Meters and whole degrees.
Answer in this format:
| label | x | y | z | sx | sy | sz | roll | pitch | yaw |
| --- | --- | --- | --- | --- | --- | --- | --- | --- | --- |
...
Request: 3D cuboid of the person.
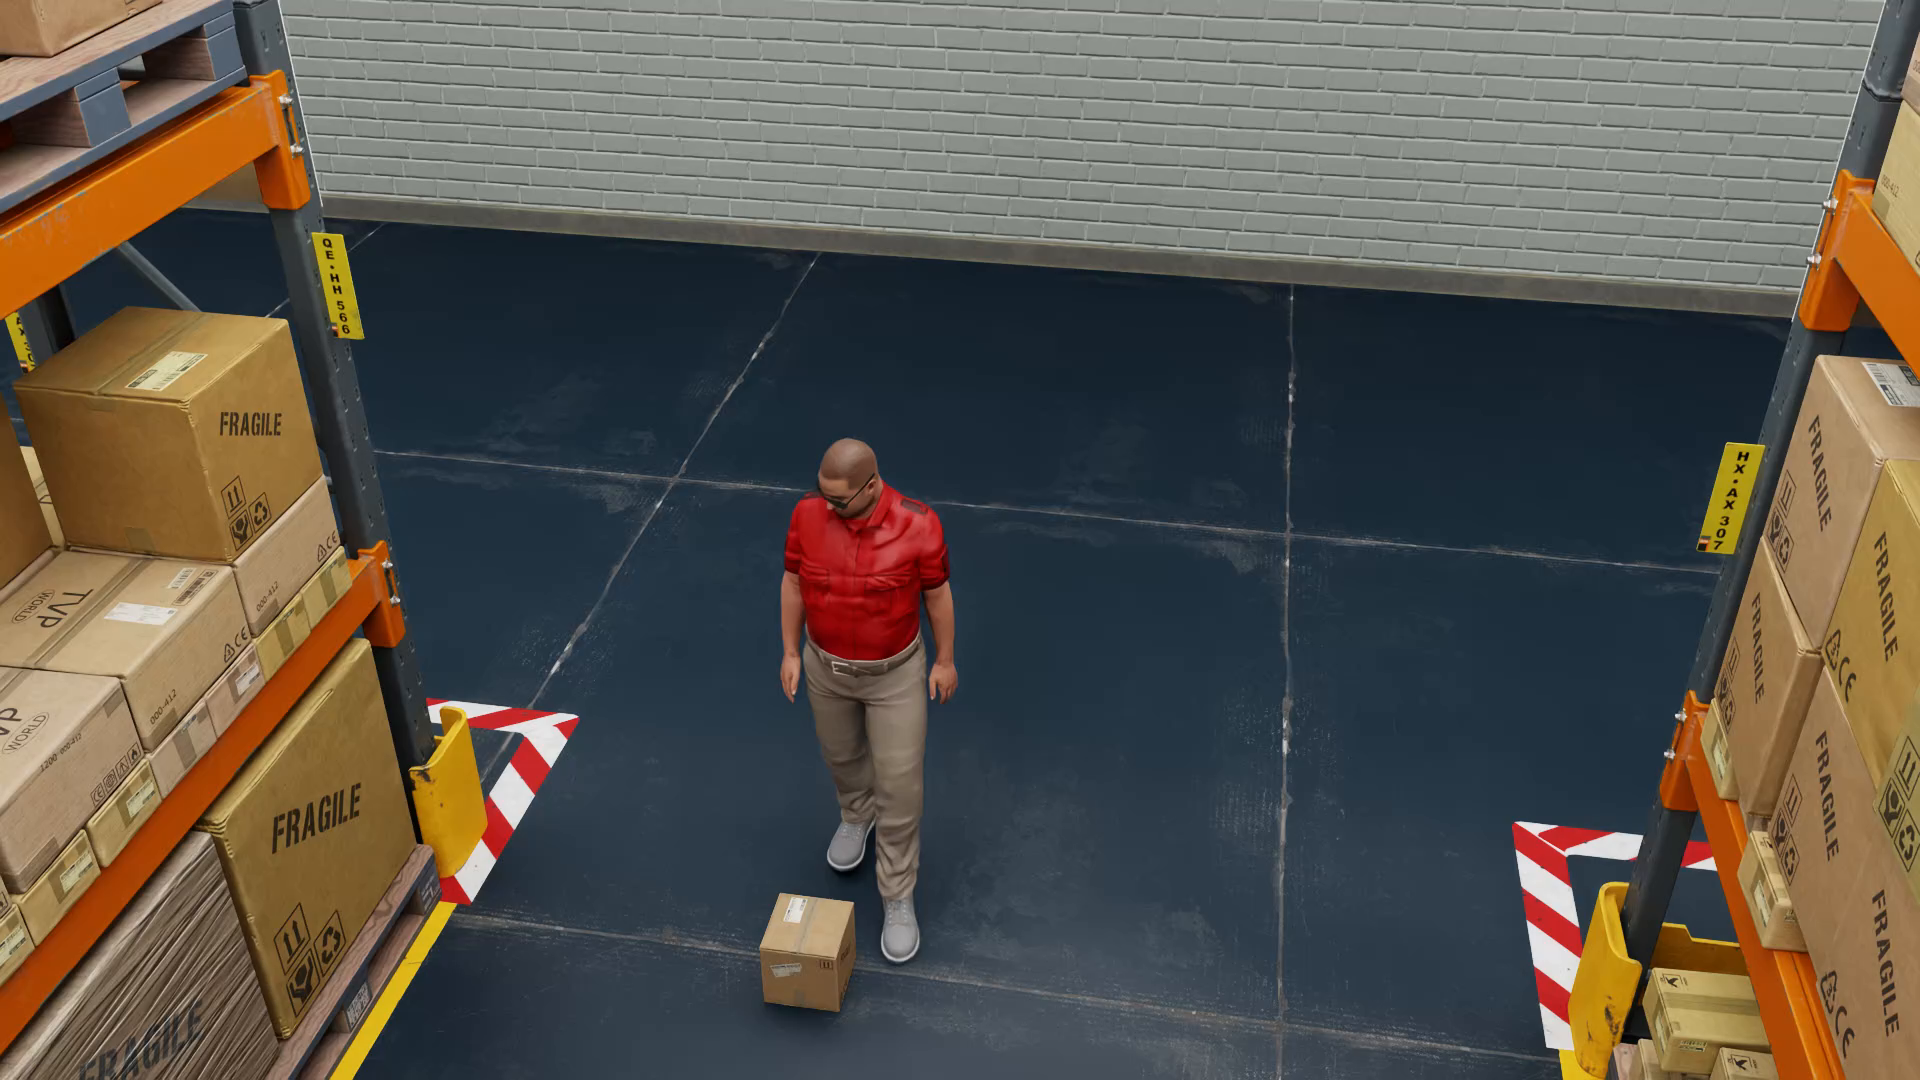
| label | x | y | z | sx | sy | sz | roll | pitch | yaw |
| --- | --- | --- | --- | --- | --- | --- | --- | --- | --- |
| person | -0.346 | 0.476 | 5.371 | 0.581 | 1.707 | 0.679 | 9 | 33 | 14 |
